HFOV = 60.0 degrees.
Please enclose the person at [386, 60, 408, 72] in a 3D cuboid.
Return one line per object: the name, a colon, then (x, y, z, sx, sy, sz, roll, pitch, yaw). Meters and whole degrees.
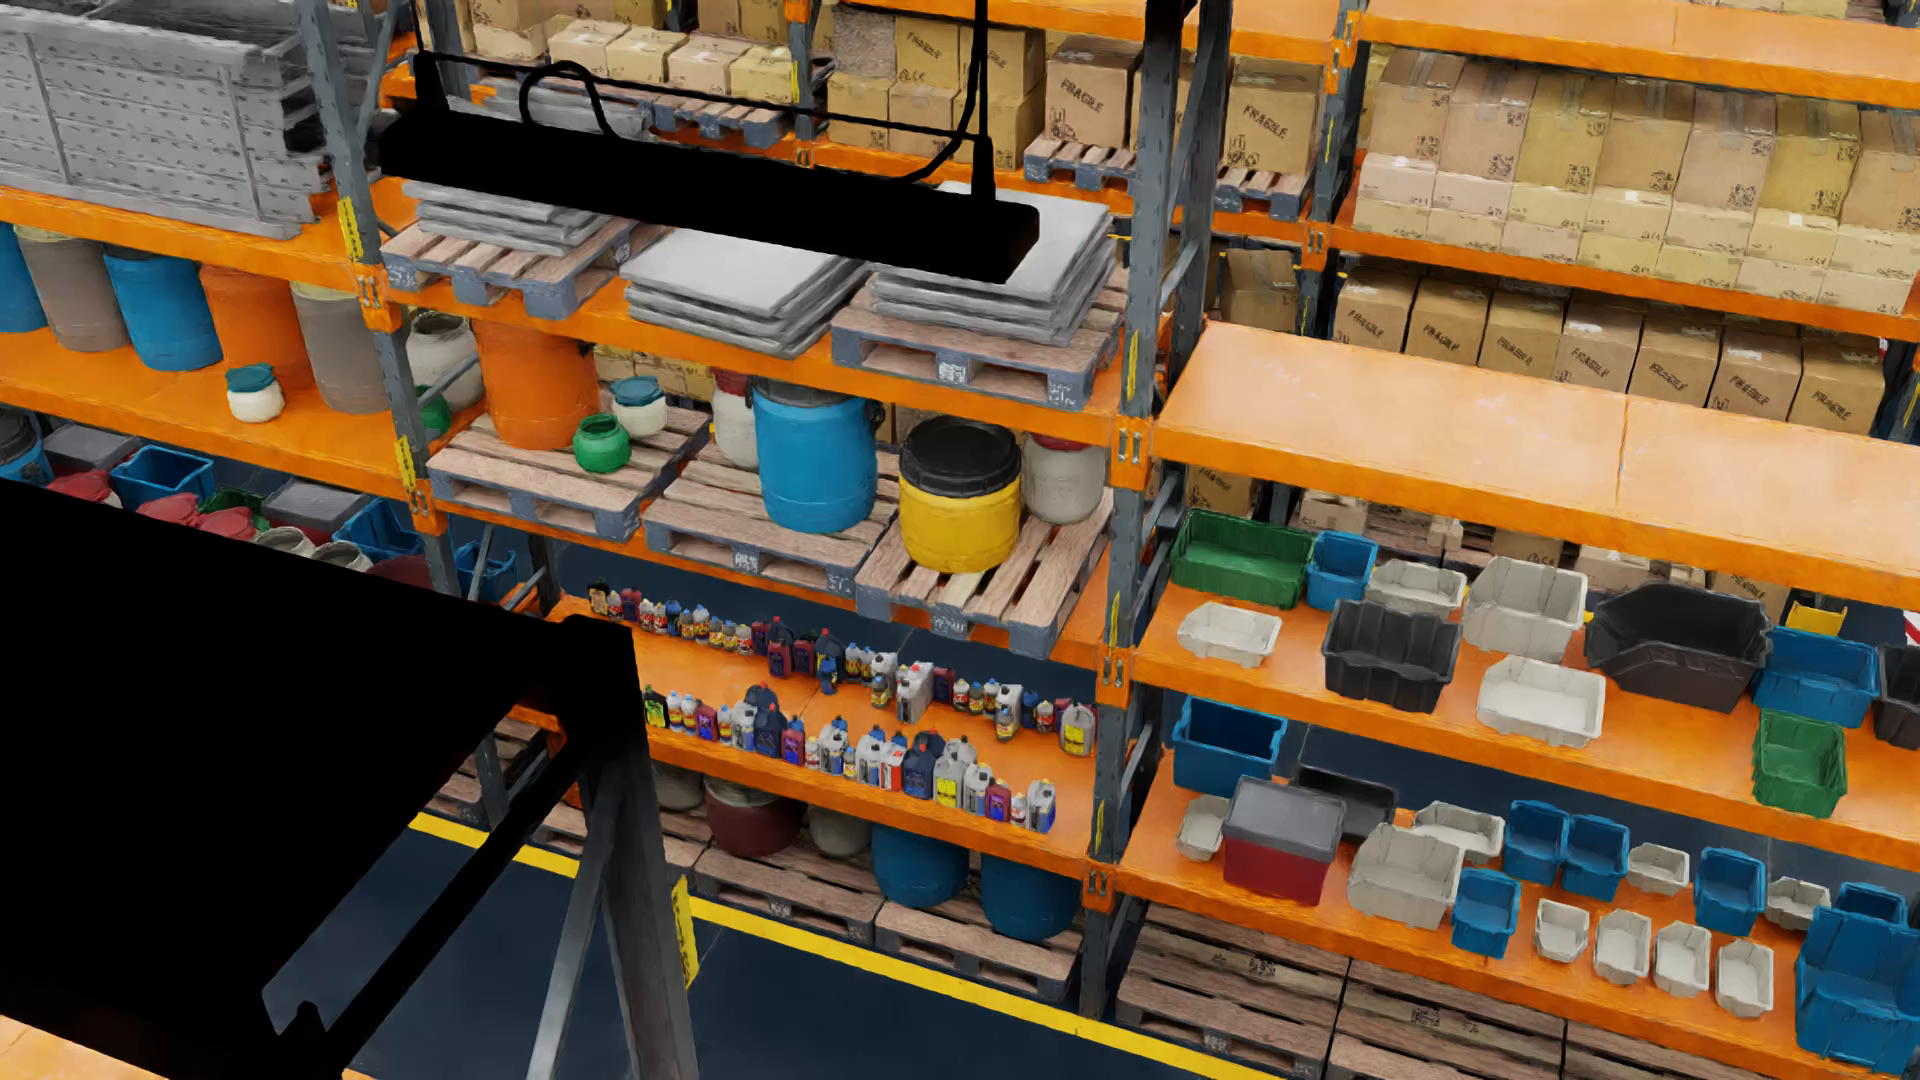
person: (-6.112, -4.692, 18.207, 0.656, 1.790, 0.520, -5, 37, -6)
